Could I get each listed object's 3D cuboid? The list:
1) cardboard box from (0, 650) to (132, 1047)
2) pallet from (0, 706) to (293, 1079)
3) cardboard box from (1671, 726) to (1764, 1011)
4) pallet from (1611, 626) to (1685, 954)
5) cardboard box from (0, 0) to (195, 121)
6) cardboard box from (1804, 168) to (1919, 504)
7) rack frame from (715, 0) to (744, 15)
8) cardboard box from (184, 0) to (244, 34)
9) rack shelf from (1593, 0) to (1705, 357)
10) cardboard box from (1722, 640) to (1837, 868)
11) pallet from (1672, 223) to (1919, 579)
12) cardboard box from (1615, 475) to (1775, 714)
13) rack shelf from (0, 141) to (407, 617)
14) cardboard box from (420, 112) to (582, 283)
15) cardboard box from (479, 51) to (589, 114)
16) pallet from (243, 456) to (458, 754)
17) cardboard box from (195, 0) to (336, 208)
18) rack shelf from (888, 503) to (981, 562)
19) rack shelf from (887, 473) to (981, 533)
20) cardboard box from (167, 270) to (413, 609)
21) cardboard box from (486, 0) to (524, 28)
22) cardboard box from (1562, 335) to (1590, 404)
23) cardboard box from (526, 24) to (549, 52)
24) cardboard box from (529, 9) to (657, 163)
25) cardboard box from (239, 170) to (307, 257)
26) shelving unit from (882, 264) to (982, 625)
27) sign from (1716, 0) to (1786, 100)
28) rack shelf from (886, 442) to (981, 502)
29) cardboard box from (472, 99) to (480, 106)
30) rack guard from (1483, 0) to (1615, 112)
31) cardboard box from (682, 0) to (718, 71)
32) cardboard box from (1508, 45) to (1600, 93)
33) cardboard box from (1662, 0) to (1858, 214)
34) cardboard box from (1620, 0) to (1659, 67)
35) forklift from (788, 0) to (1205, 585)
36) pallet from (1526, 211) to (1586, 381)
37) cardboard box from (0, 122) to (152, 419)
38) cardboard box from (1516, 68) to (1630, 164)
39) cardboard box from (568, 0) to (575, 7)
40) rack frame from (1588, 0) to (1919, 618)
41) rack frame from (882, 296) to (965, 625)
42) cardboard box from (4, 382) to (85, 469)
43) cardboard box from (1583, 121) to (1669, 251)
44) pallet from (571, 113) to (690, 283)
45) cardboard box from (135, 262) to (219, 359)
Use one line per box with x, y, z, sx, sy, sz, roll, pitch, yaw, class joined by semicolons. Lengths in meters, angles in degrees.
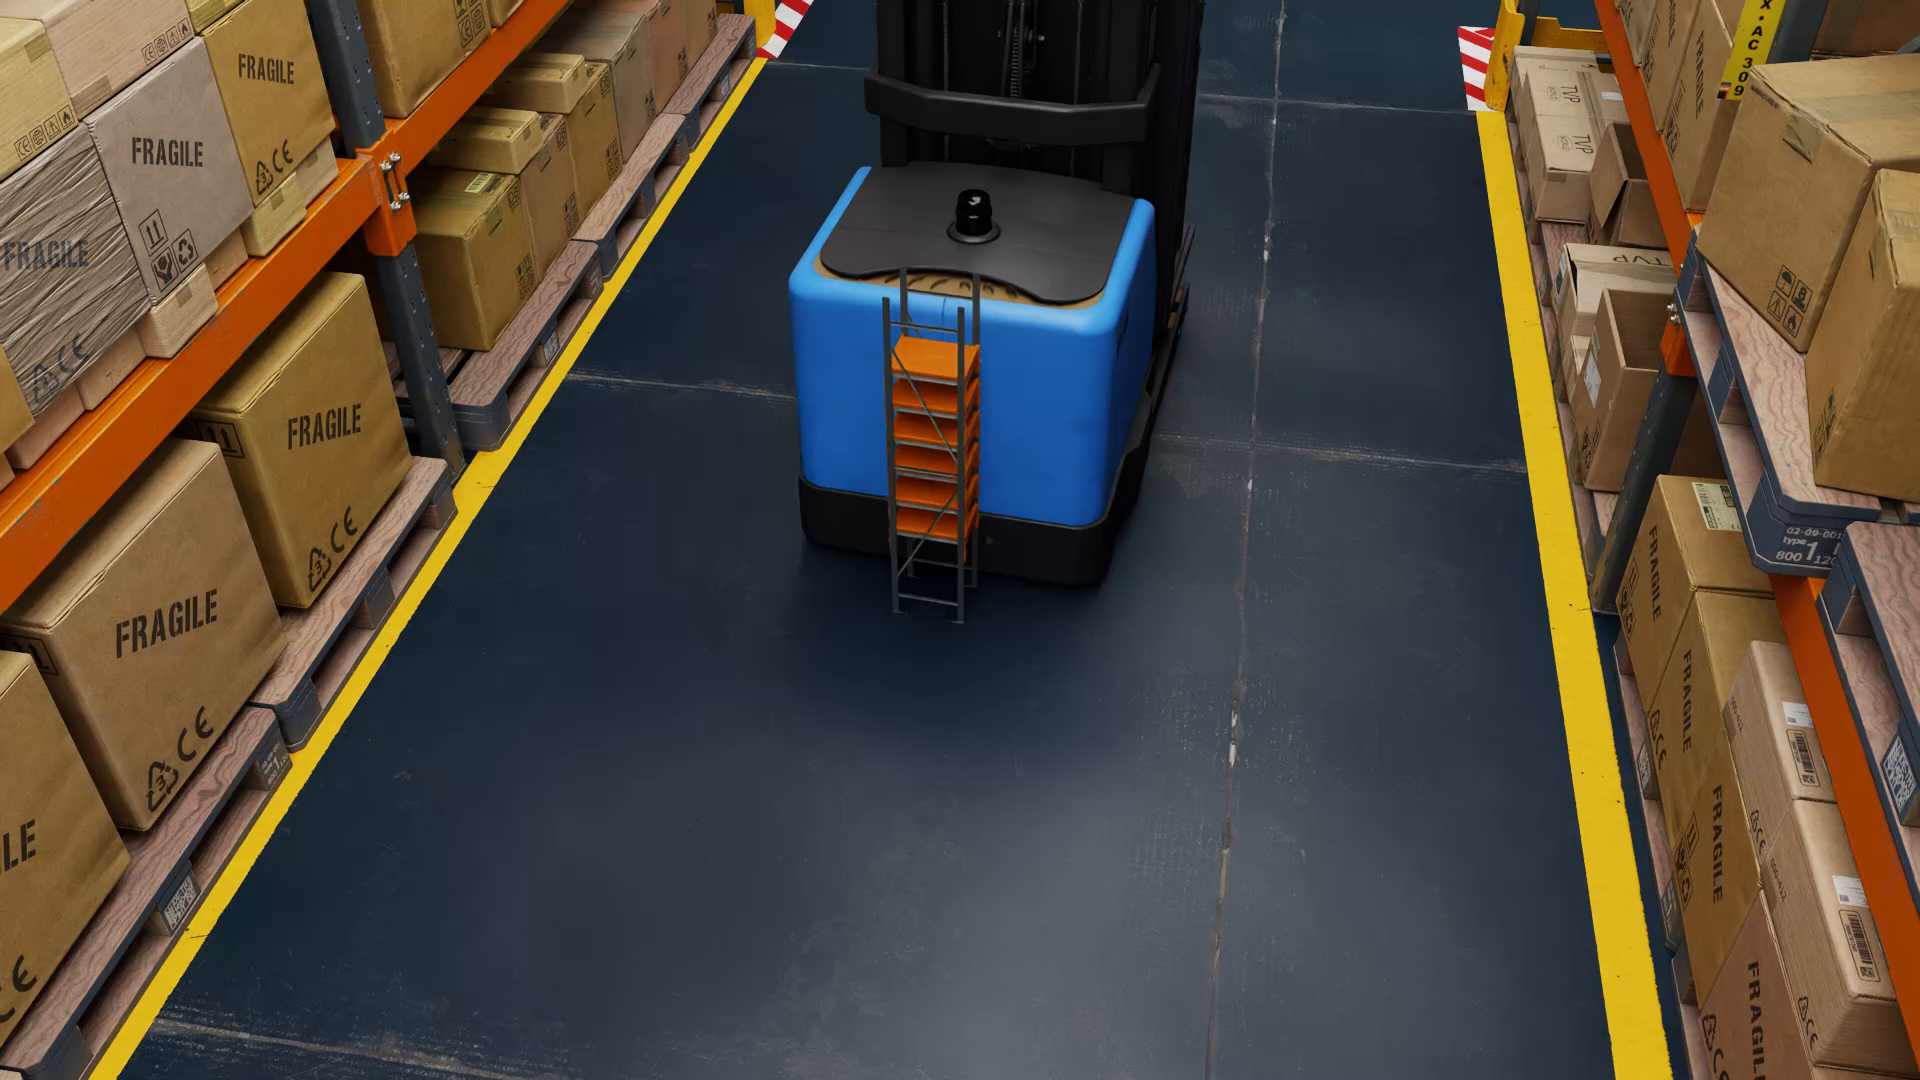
-2.581;0.742;3.856;0.750;0.750;0.750;6;40;7;cardboard box
-2.571;0.896;4.501;1.003;0.211;1.213;6;40;8;pallet
2.078;0.824;4.016;0.500;0.500;0.500;7;40;8;cardboard box
2.473;0.694;4.745;1.003;0.211;1.213;6;40;8;pallet
-2.230;-1.248;3.989;0.500;0.250;0.500;7;40;9;cardboard box
2.218;-0.384;3.453;0.700;0.500;0.500;12;41;15;cardboard box
-1.611;-3.949;8.173;1.000;3.000;0.127;6;40;8;rack frame
-2.132;-1.568;4.376;0.500;0.250;0.500;7;40;9;cardboard box
2.923;-1.873;6.226;1.077;0.370;4.000;6;40;8;rack shelf
2.080;0.514;3.802;0.500;0.250;0.500;6;40;8;cardboard box
2.331;-0.332;3.948;1.003;0.211;1.213;6;40;8;pallet
2.253;0.175;4.800;0.500;0.500;0.500;5;40;6;cardboard box
-2.649;0.093;3.848;1.077;0.370;4.000;6;40;8;rack shelf
-1.983;-1.411;6.734;0.700;0.500;0.500;6;40;7;cardboard box
-1.744;-1.868;6.778;0.380;0.149;0.250;5;40;6;cardboard box
-2.362;0.128;5.429;1.003;0.211;1.213;6;40;8;pallet
-2.135;-1.282;4.620;0.500;0.500;0.500;6;40;7;cardboard box
-0.081;-0.044;5.308;0.258;0.103;0.180;9;40;11;rack shelf
-0.081;-0.136;5.231;0.258;0.103;0.180;9;40;11;rack shelf
-2.288;-0.350;5.177;0.750;0.750;0.750;7;40;8;cardboard box
-2.061;-2.351;6.004;0.980;0.700;0.700;5;40;7;cardboard box
2.401;-0.597;6.010;0.380;0.149;0.250;6;40;8;cardboard box
-2.027;-2.252;7.243;0.380;0.149;0.250;7;40;8;cardboard box
-1.806;-2.068;7.529;0.700;0.500;0.500;5;40;6;cardboard box
-2.103;-0.946;4.721;0.380;0.149;0.250;7;40;8;cardboard box
-0.081;-0.263;5.126;0.258;1.200;0.189;9;40;11;shelving unit
2.041;-1.284;4.269;0.100;0.325;0.005;6;40;8;sign
-0.081;-0.229;5.155;0.258;0.103;0.180;9;40;11;rack shelf
-2.159;-1.773;6.663;0.380;0.149;0.250;5;40;6;cardboard box
3.256;-2.395;8.254;1.175;0.500;0.348;6;40;8;rack guard
-1.634;-2.698;8.291;0.700;0.500;0.500;6;40;8;cardboard box
2.858;-2.252;8.011;0.380;0.149;0.250;6;40;8;cardboard box
2.410;-1.276;4.861;0.500;0.500;0.500;7;40;8;cardboard box
2.585;-1.922;5.642;0.500;0.500;0.500;7;40;9;cardboard box
0.314;-1.928;5.781;1.130;2.935;3.031;9;40;11;forklift
2.905;-1.019;6.817;1.003;0.211;1.213;6;40;8;pallet
-2.309;-0.647;3.851;0.500;0.500;0.500;6;40;8;cardboard box
2.809;-1.892;7.497;0.500;0.250;0.500;6;40;8;cardboard box
-1.940;-2.573;7.631;0.380;0.149;0.250;7;40;8;cardboard box
2.576;-0.895;4.479;1.000;3.000;0.127;6;40;8;rack frame
-0.103;-0.206;5.058;0.240;1.200;0.006;9;40;11;rack frame
-2.346;-0.314;3.957;0.380;0.149;0.250;5;40;6;cardboard box
2.897;-1.282;6.561;0.797;0.503;0.637;6;40;8;cardboard box
-1.886;-1.601;7.521;1.003;0.211;1.213;6;40;8;pallet
-2.180;-0.616;4.322;0.380;0.149;0.250;6;40;8;cardboard box
